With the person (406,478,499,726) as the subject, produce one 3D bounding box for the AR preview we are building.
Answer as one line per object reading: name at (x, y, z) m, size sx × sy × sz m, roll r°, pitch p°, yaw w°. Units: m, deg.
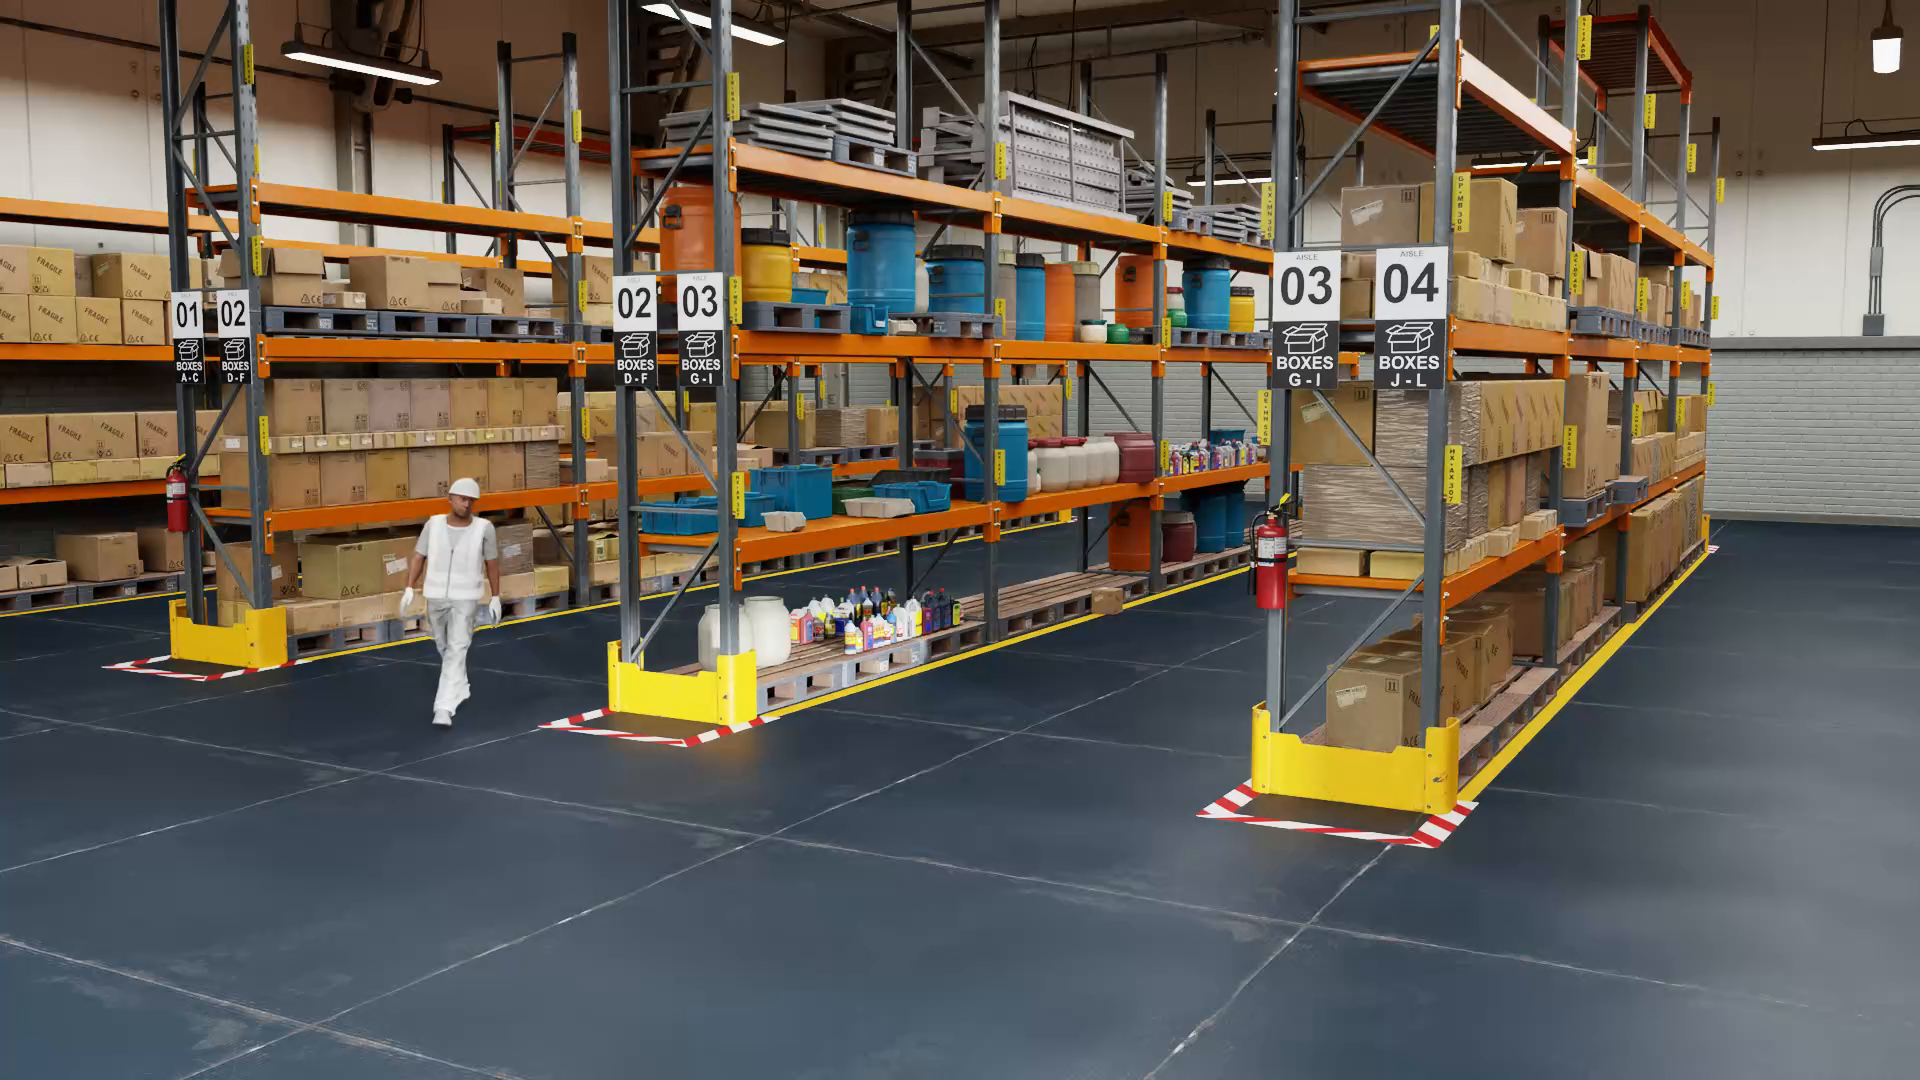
person at (-3.670, 0.423, 11.955) m, size 0.637 × 1.733 × 1.002 m, roll 0°, pitch 6°, yaw 0°
